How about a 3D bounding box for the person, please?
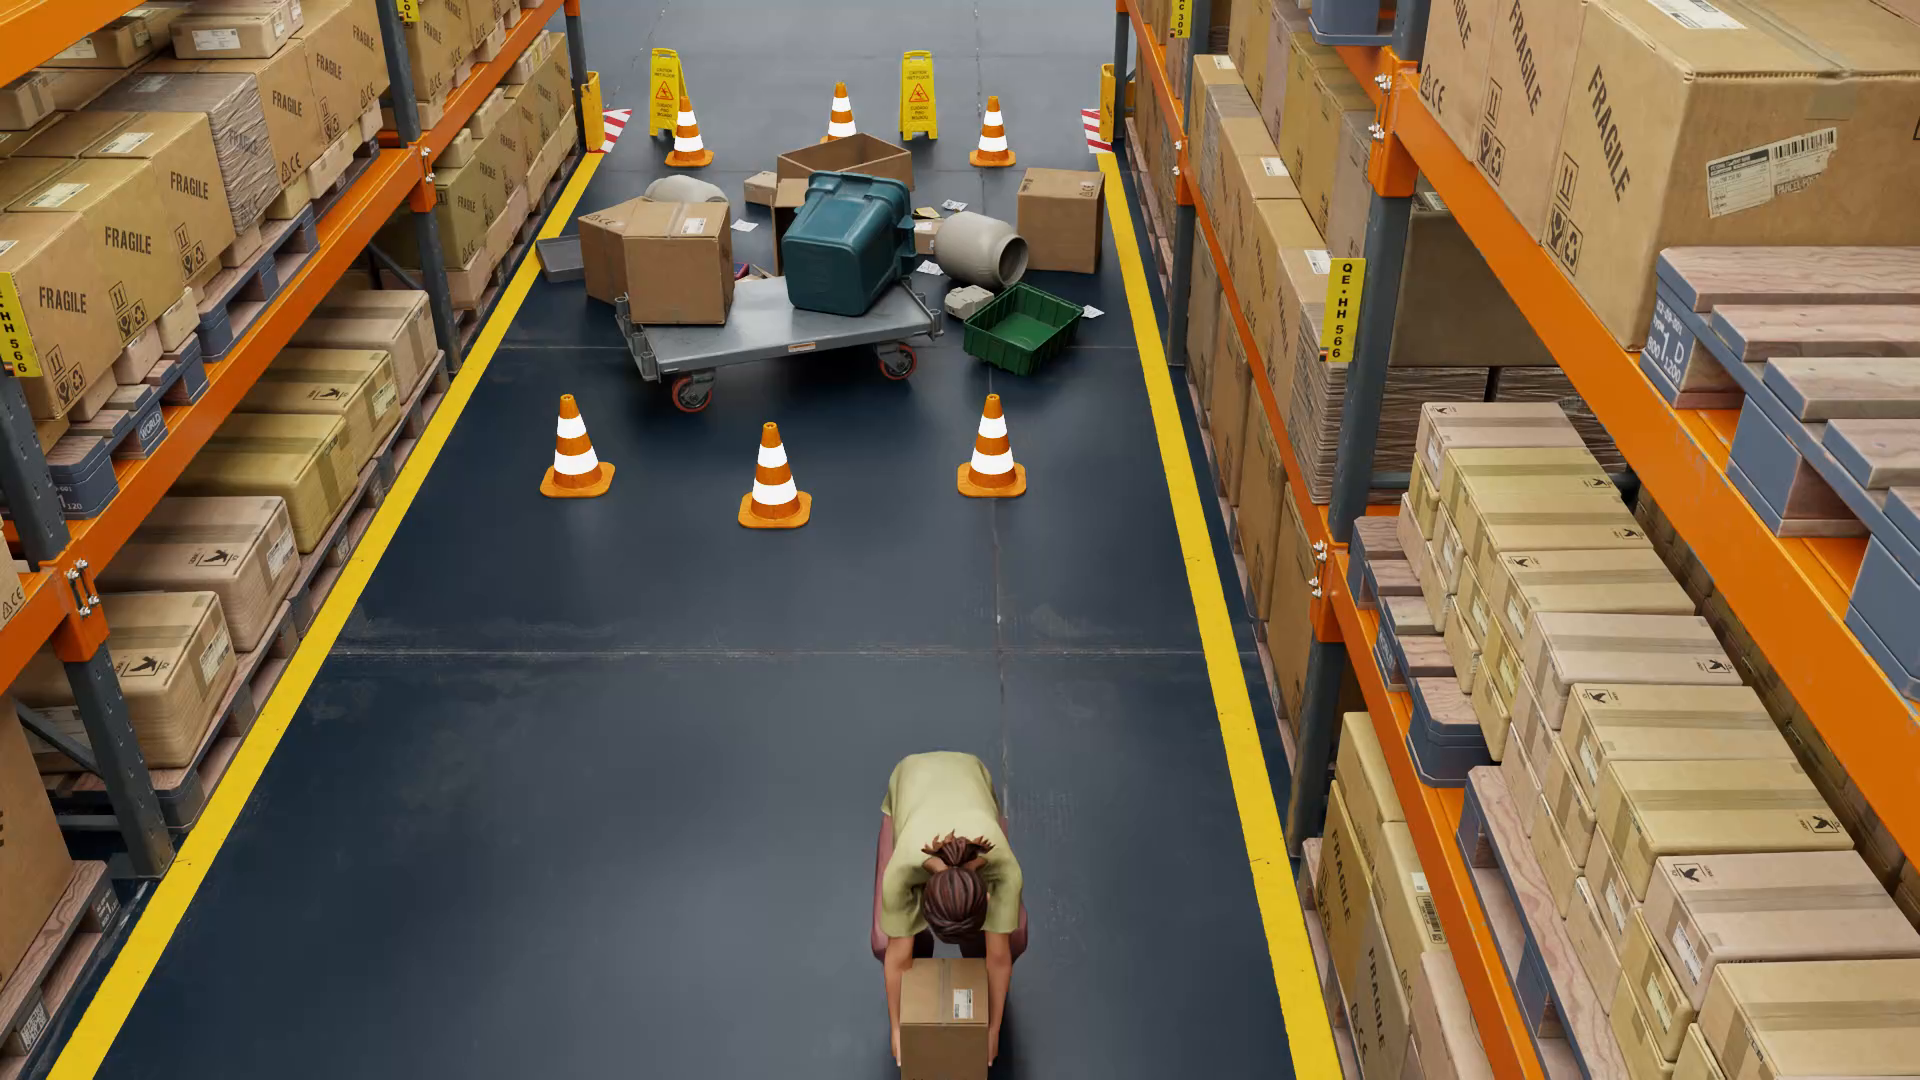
[{"bbox_3d":[-0.033,1.139,5.024,0.476,0.905,0.862,-1,32,-2],"label":"person"}]
